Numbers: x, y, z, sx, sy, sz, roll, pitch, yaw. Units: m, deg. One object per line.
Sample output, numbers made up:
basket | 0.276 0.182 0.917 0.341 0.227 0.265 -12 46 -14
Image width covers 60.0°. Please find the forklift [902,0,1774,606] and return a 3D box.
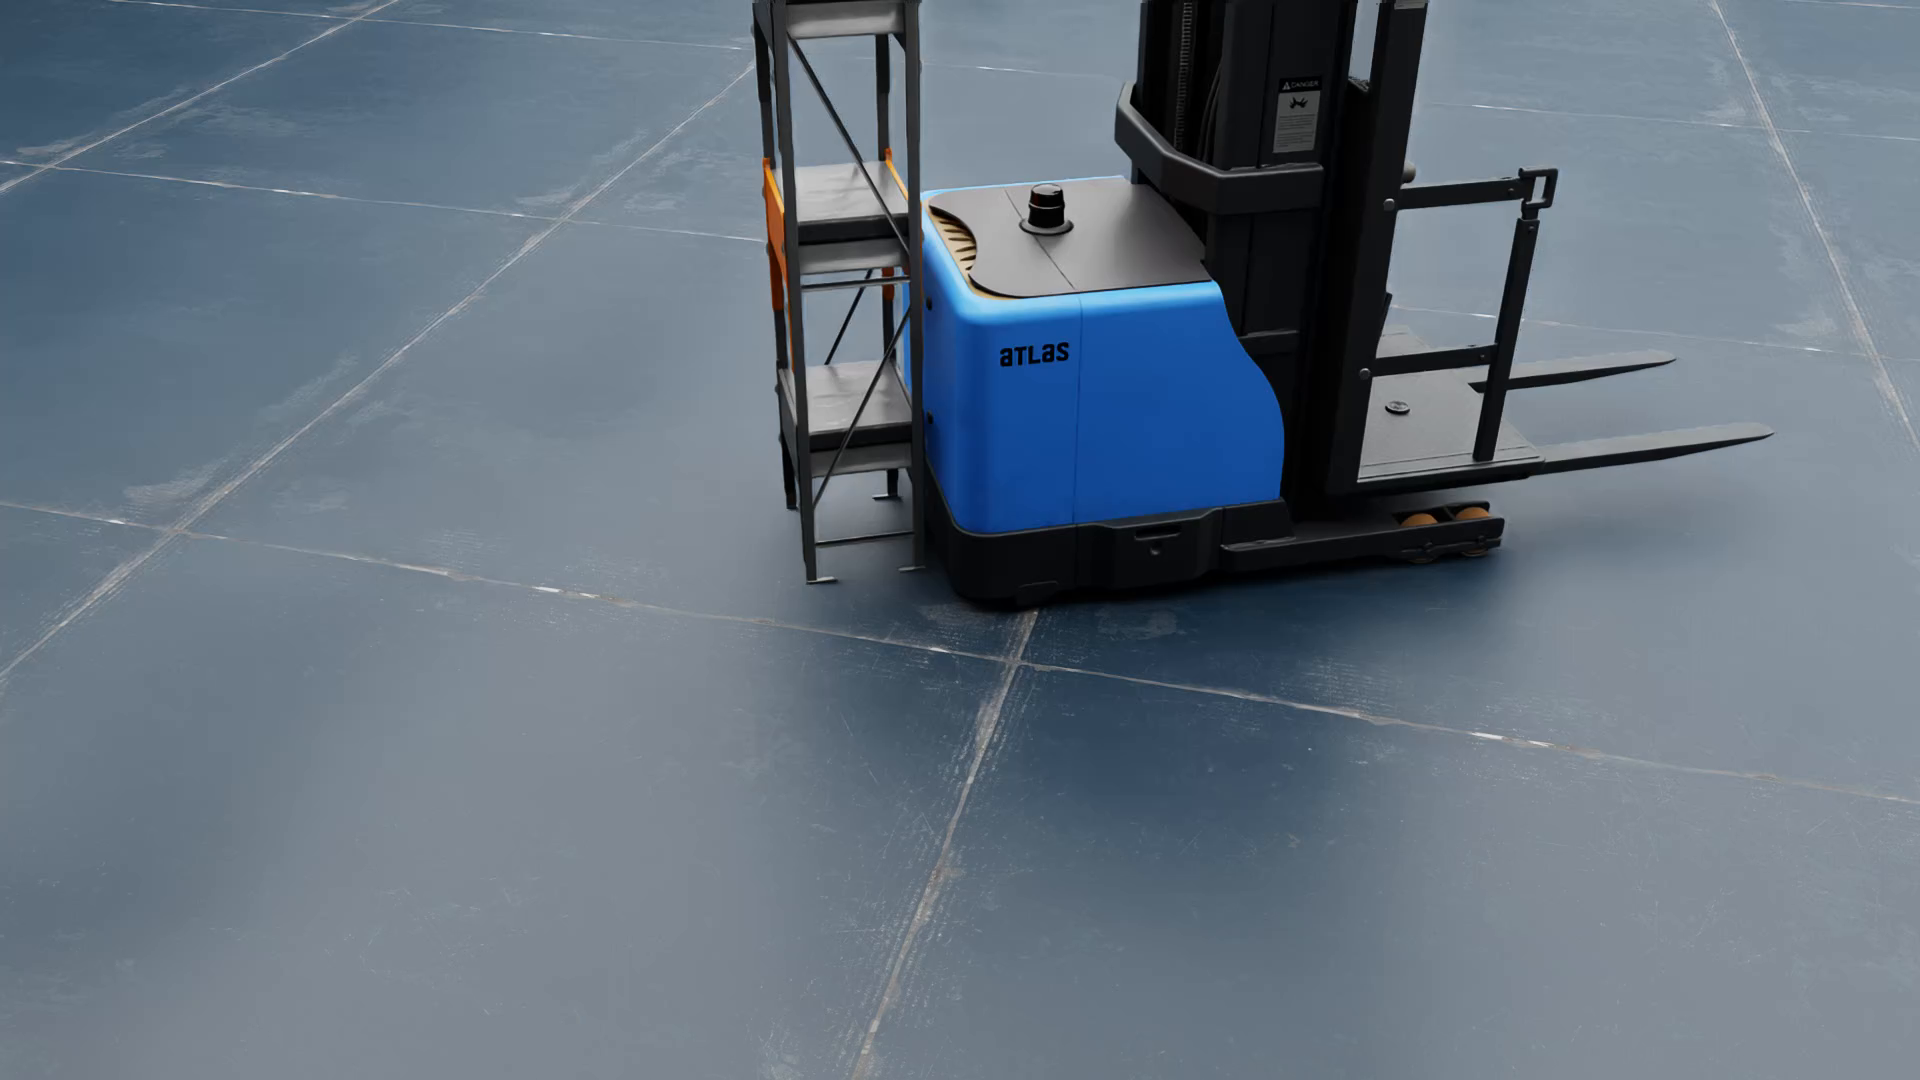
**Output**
forklift | 1.361 -1.427 5.263 3.031 2.935 1.130 -7 33 -11

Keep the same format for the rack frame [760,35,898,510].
rack frame | -0.421 -1.020 5.397 0.400 2.100 0.015 -7 33 -11

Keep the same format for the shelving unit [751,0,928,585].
shelving unit | -0.367 -0.892 5.196 0.431 2.100 0.503 -7 33 -11

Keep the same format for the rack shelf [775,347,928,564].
rack shelf | -0.367 -0.290 5.579 0.431 0.518 0.480 -7 33 -11

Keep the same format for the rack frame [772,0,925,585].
rack frame | -0.313 -0.764 4.995 0.400 2.100 0.015 -7 33 -11

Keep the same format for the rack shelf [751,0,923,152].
rack shelf | -0.367 -1.471 4.828 0.431 0.518 0.480 -7 33 -11

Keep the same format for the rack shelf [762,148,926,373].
rack shelf | -0.367 -0.881 5.203 0.431 0.518 0.480 -7 33 -11
